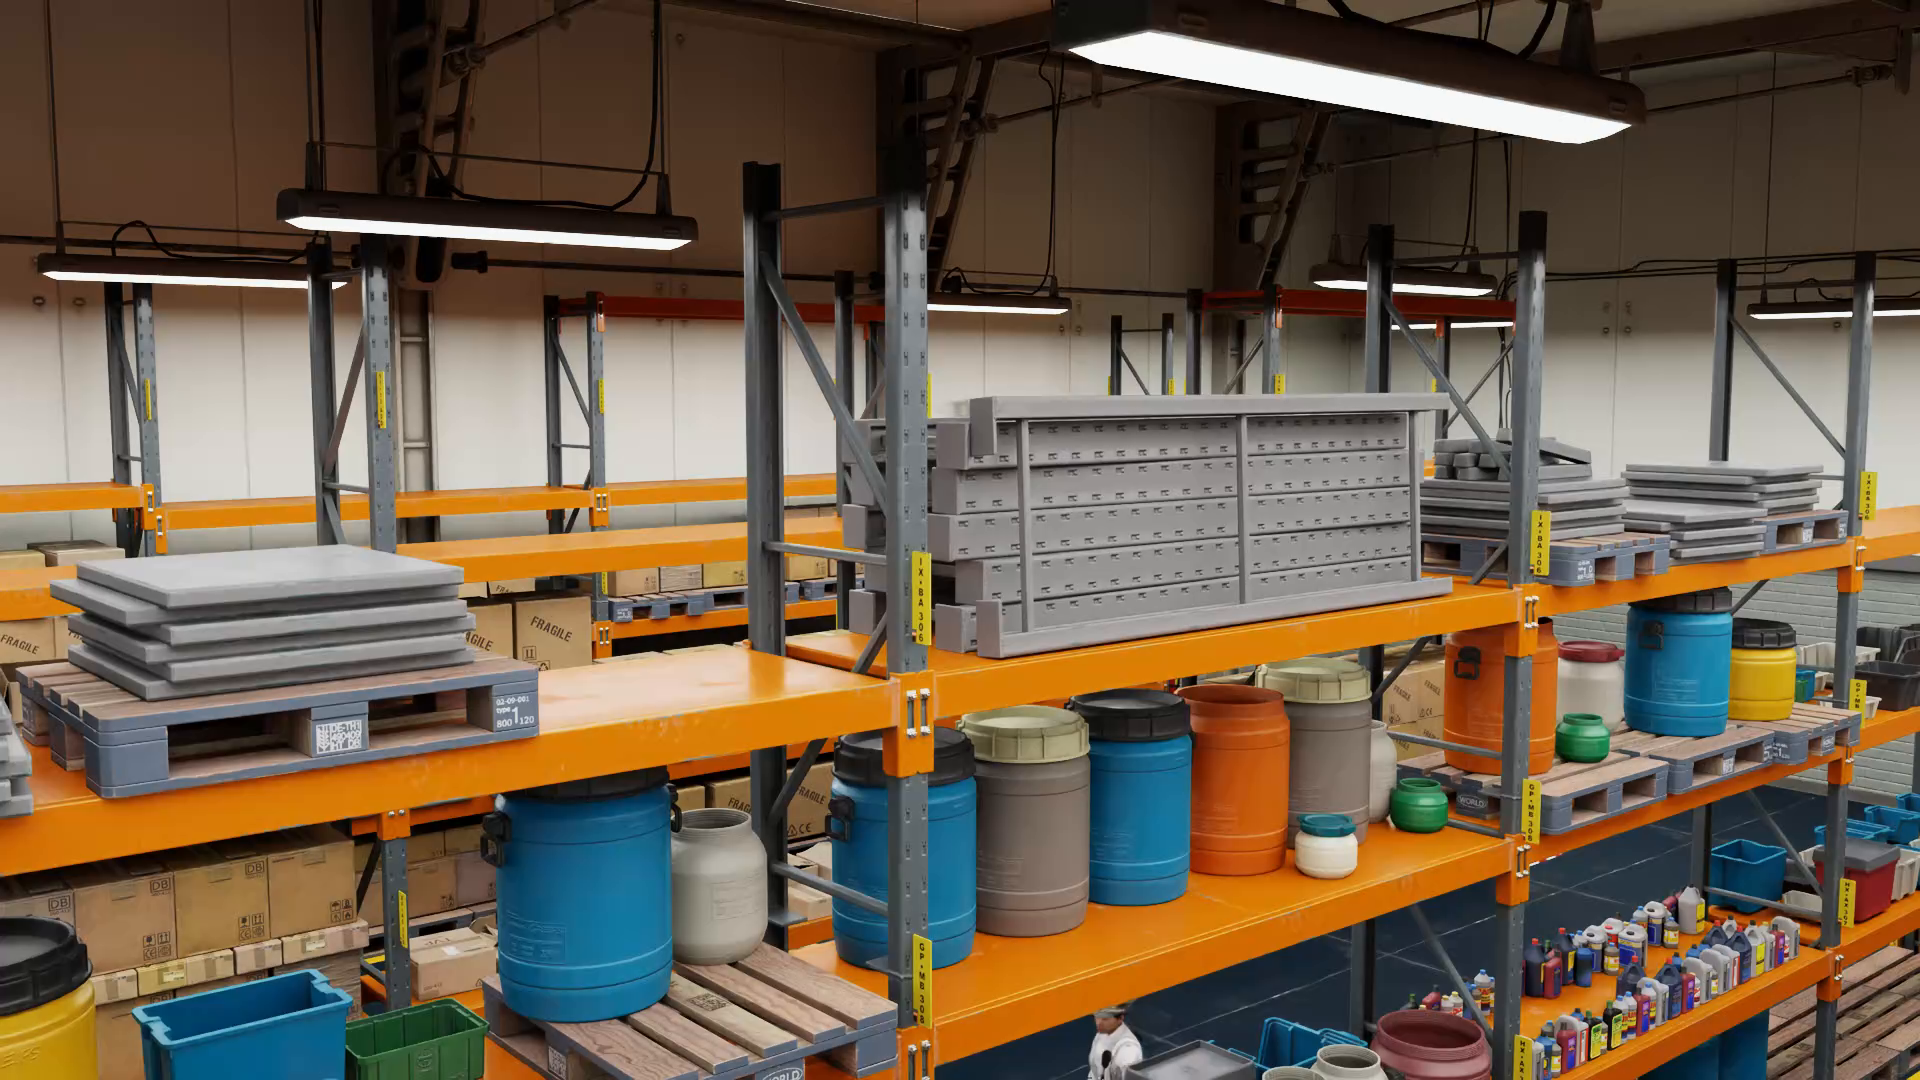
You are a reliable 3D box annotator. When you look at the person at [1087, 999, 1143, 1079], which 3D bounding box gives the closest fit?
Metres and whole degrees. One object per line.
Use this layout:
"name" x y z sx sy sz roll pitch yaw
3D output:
"person" 0.951 3.416 9.805 0.846 1.633 0.623 -1 6 -11
